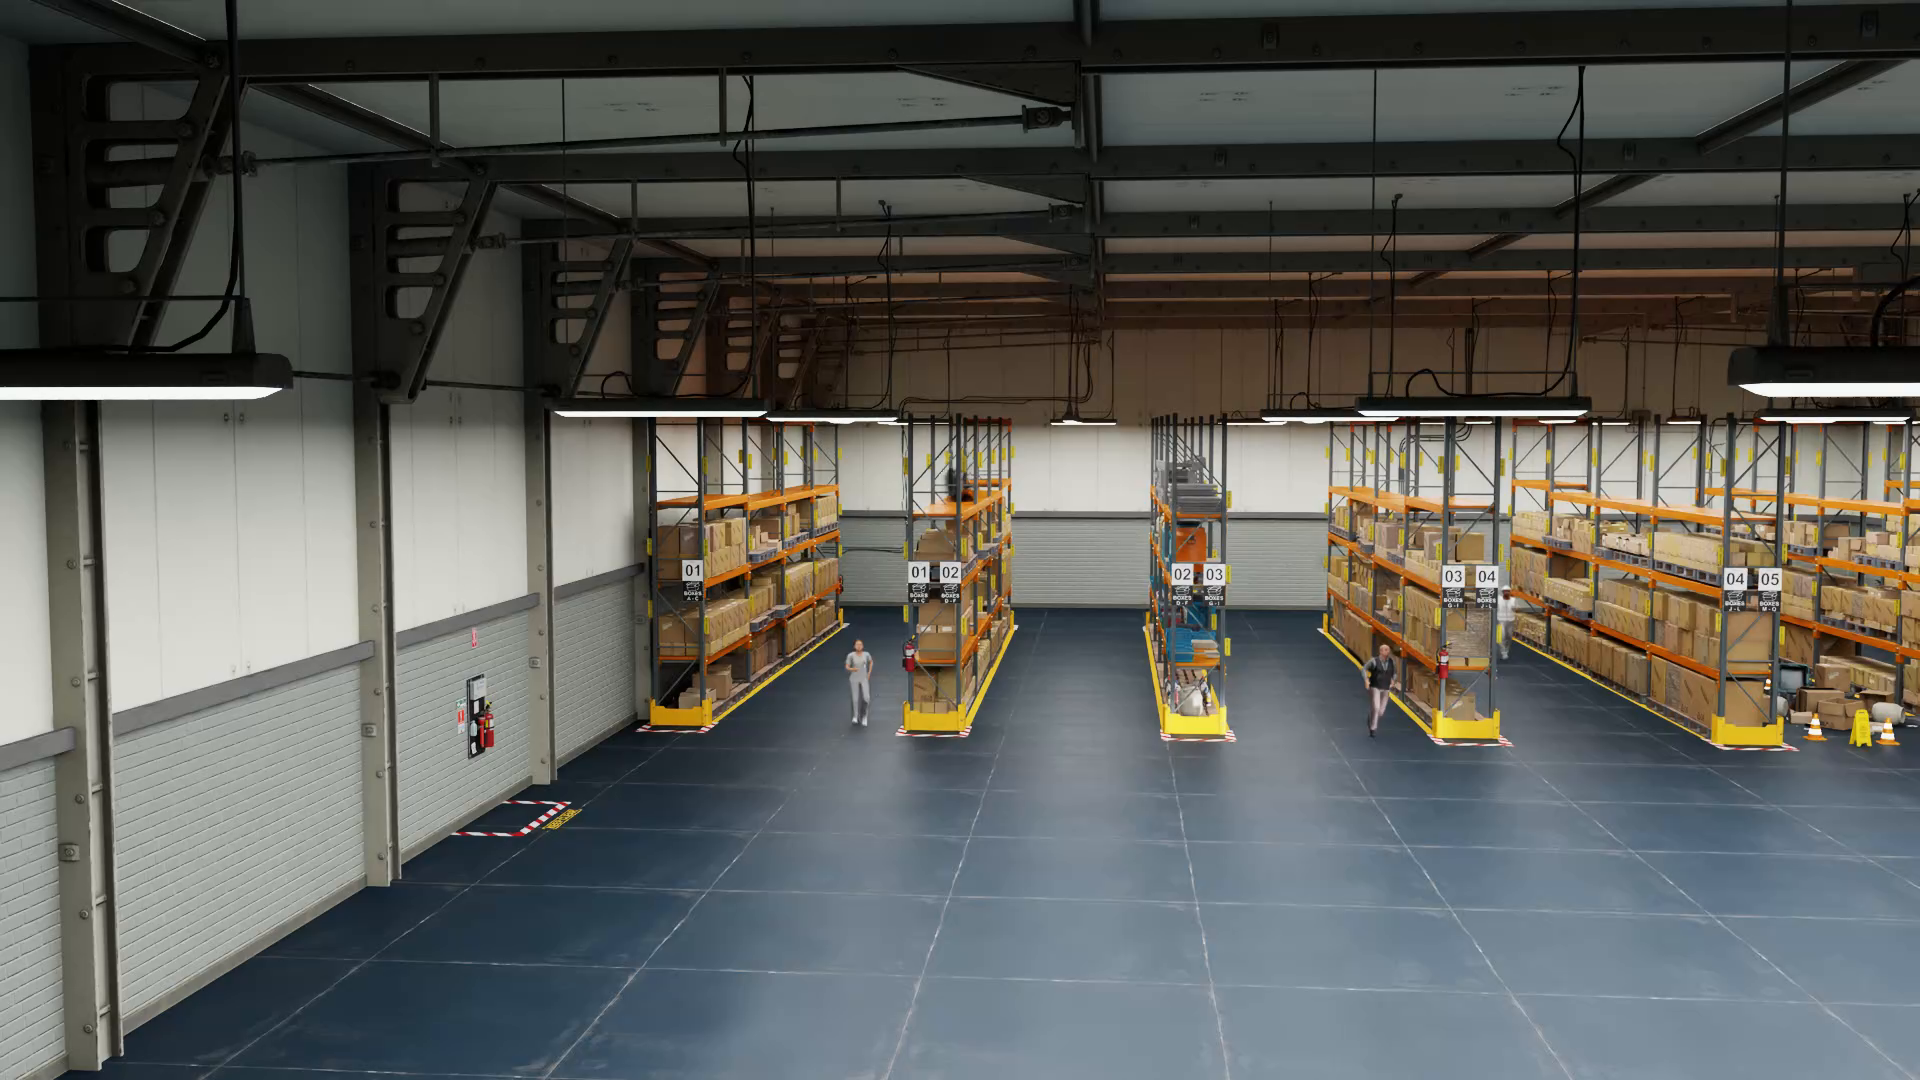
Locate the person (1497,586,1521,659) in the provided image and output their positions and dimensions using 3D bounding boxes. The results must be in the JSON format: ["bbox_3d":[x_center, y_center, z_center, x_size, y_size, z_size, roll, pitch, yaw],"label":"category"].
[{"bbox_3d":[13.585,2.017,41.377,0.683,1.771,0.997,0,4,7],"label":"person"}]

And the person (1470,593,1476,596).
[{"bbox_3d":[13.914,1.841,45.566,0.606,1.619,0.580,1,4,8],"label":"person"}]

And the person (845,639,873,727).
[{"bbox_3d":[-1.930,2.746,31.985,0.565,1.703,0.648,-1,4,-10],"label":"person"}]

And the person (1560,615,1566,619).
[{"bbox_3d":[17.354,1.638,47.351,0.947,1.770,0.656,0,4,2],"label":"person"}]

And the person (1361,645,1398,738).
[{"bbox_3d":[7.866,2.802,31.141,0.697,1.698,0.793,0,4,-5],"label":"person"}]
